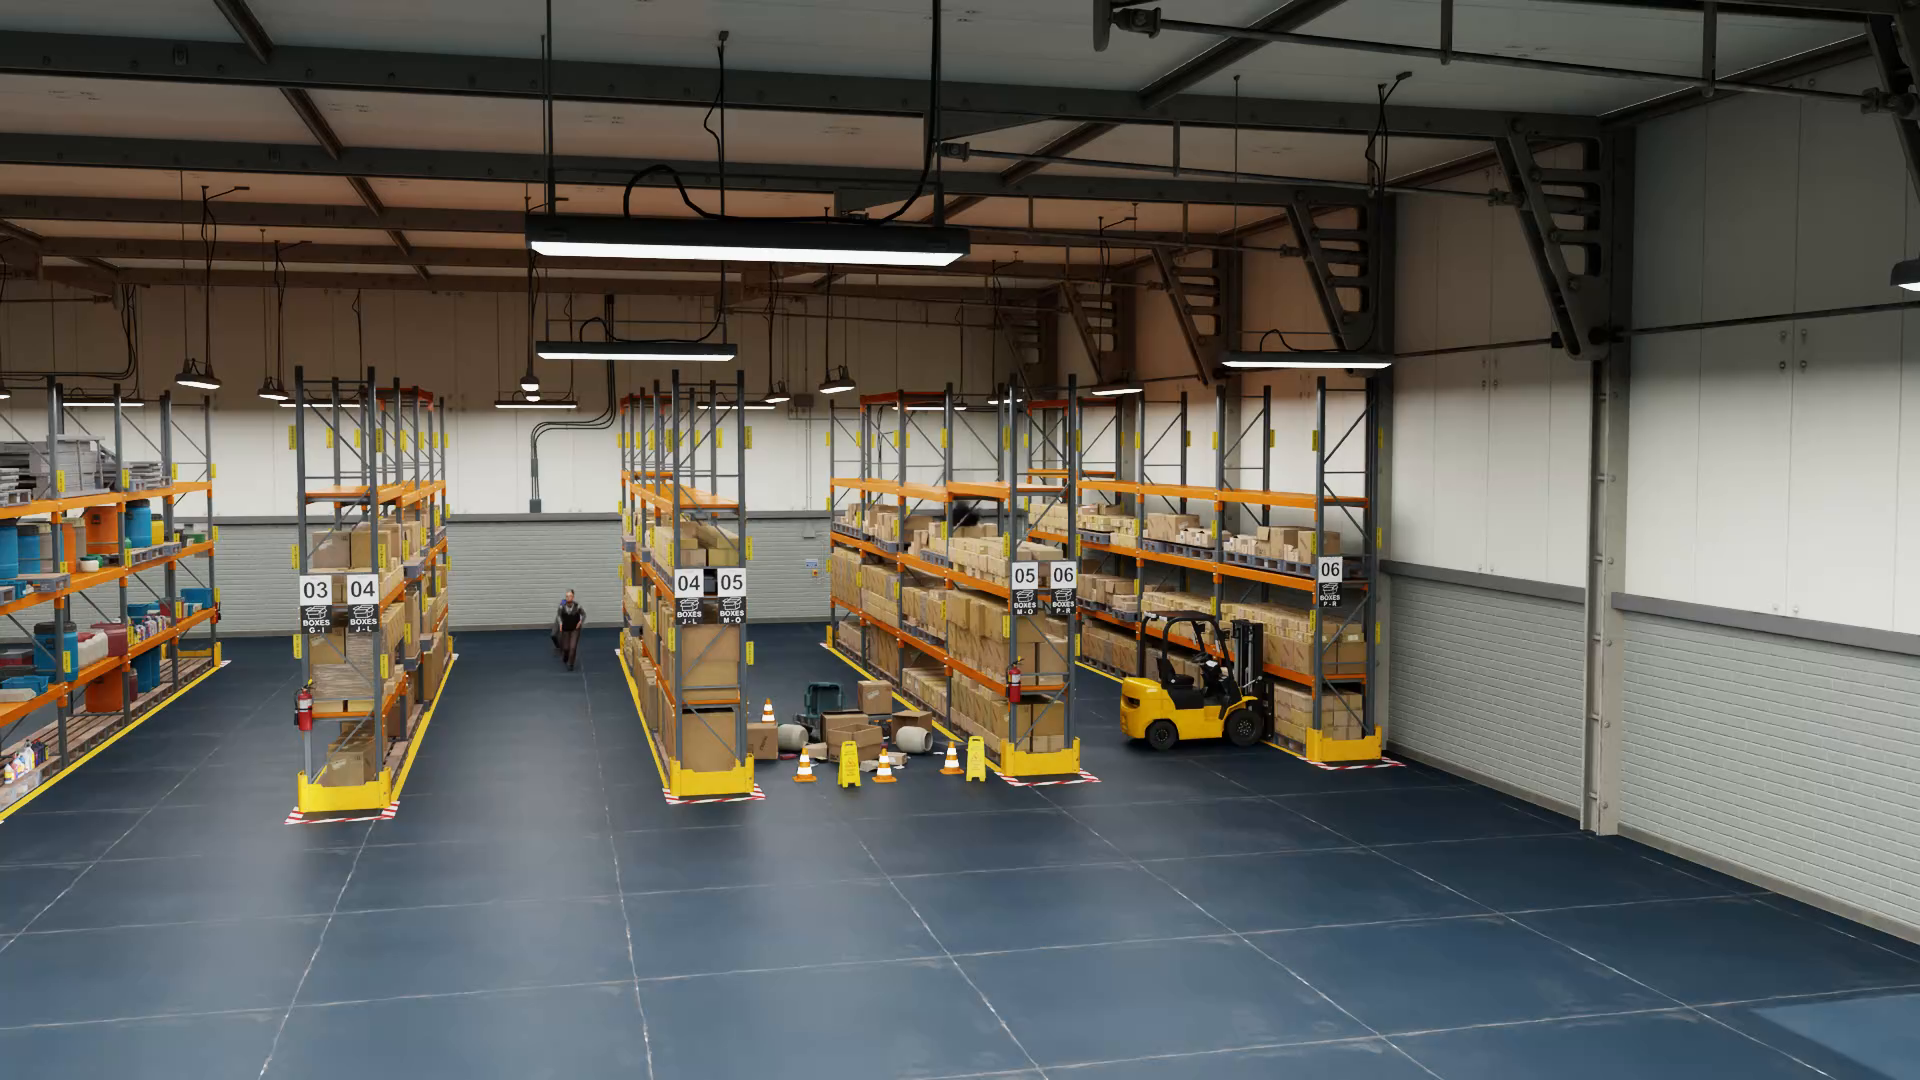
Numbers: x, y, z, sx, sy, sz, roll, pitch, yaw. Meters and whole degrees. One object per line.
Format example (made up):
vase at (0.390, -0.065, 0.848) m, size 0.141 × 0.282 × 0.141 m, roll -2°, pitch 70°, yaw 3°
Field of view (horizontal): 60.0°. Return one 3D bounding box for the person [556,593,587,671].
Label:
person at (-8.518, 1.994, 36.469) m, size 0.662 × 1.702 × 0.645 m, roll 0°, pitch 3°, yaw -6°

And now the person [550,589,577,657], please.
person at (-9.180, 1.921, 38.470) m, size 0.673 × 1.576 × 0.497 m, roll 2°, pitch 4°, yaw 26°
